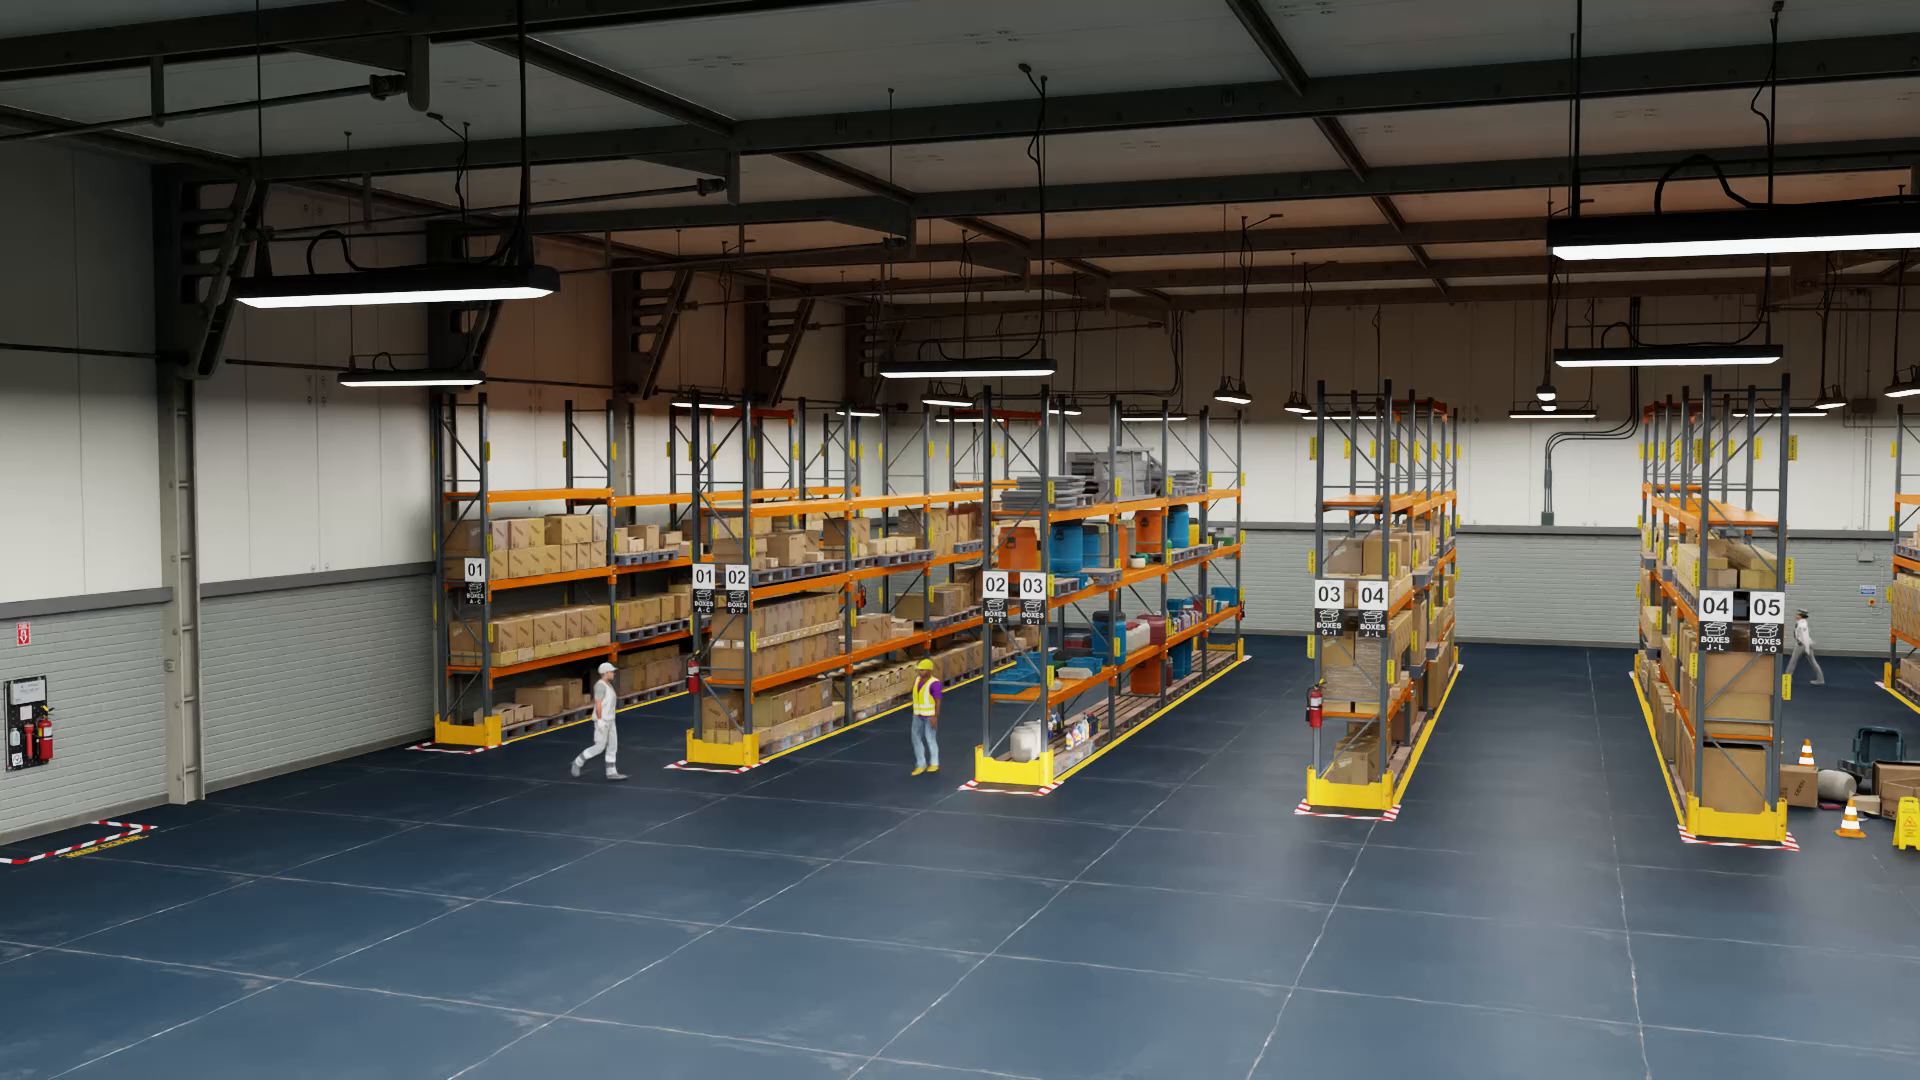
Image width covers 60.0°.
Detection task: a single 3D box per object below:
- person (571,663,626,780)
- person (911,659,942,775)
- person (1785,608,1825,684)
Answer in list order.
[{"bbox_3d":[-5.490,2.763,25.327,0.806,1.779,0.603,0,3,4],"label":"person"},{"bbox_3d":[-0.520,2.768,25.827,0.647,1.829,0.498,3,4,41],"label":"person"},{"bbox_3d":[18.099,2.259,35.783,0.477,1.614,0.989,-3,4,-44],"label":"person"}]
